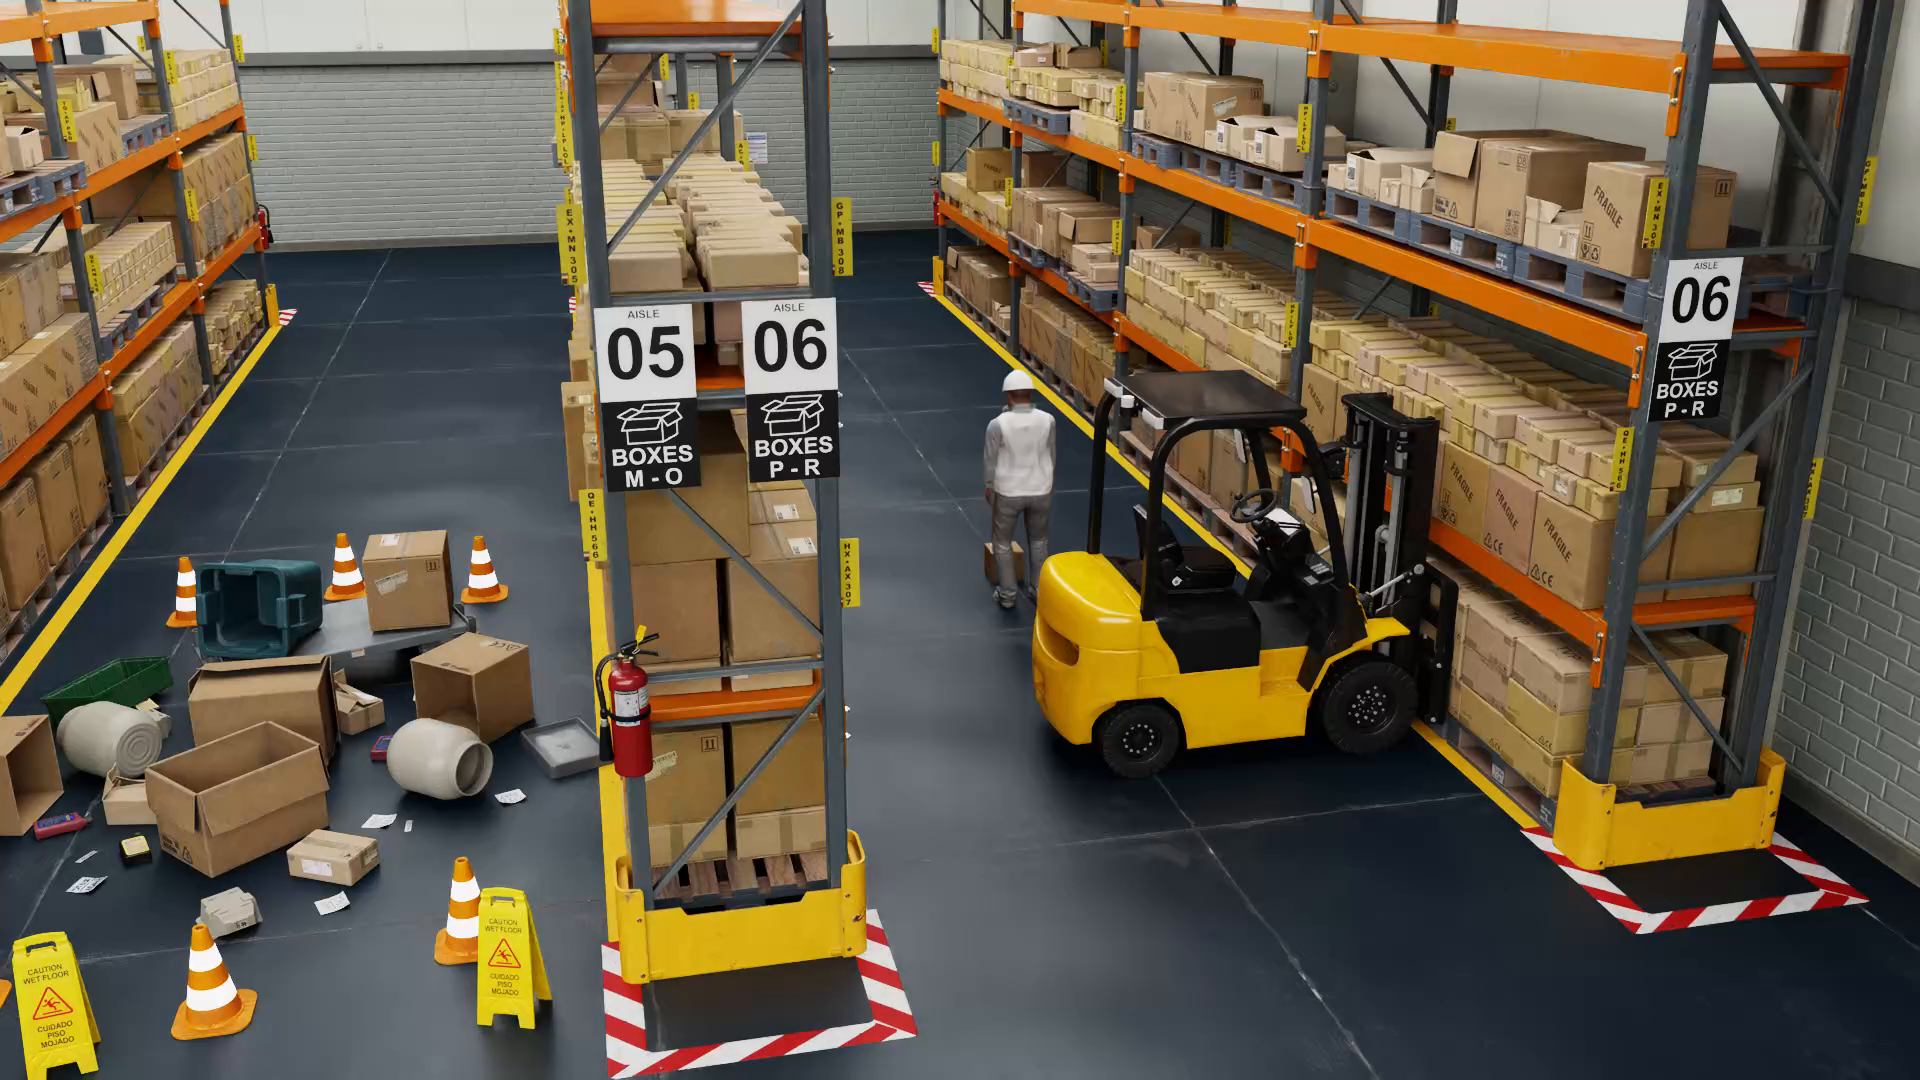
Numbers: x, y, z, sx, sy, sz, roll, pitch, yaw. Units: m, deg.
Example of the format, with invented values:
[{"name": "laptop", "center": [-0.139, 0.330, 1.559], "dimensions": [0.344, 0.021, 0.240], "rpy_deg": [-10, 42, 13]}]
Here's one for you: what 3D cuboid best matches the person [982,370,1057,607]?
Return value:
[{"name": "person", "center": [0.428, -0.366, 12.119], "dimensions": [0.546, 1.751, 0.413], "rpy_deg": [-4, 20, -11]}]
